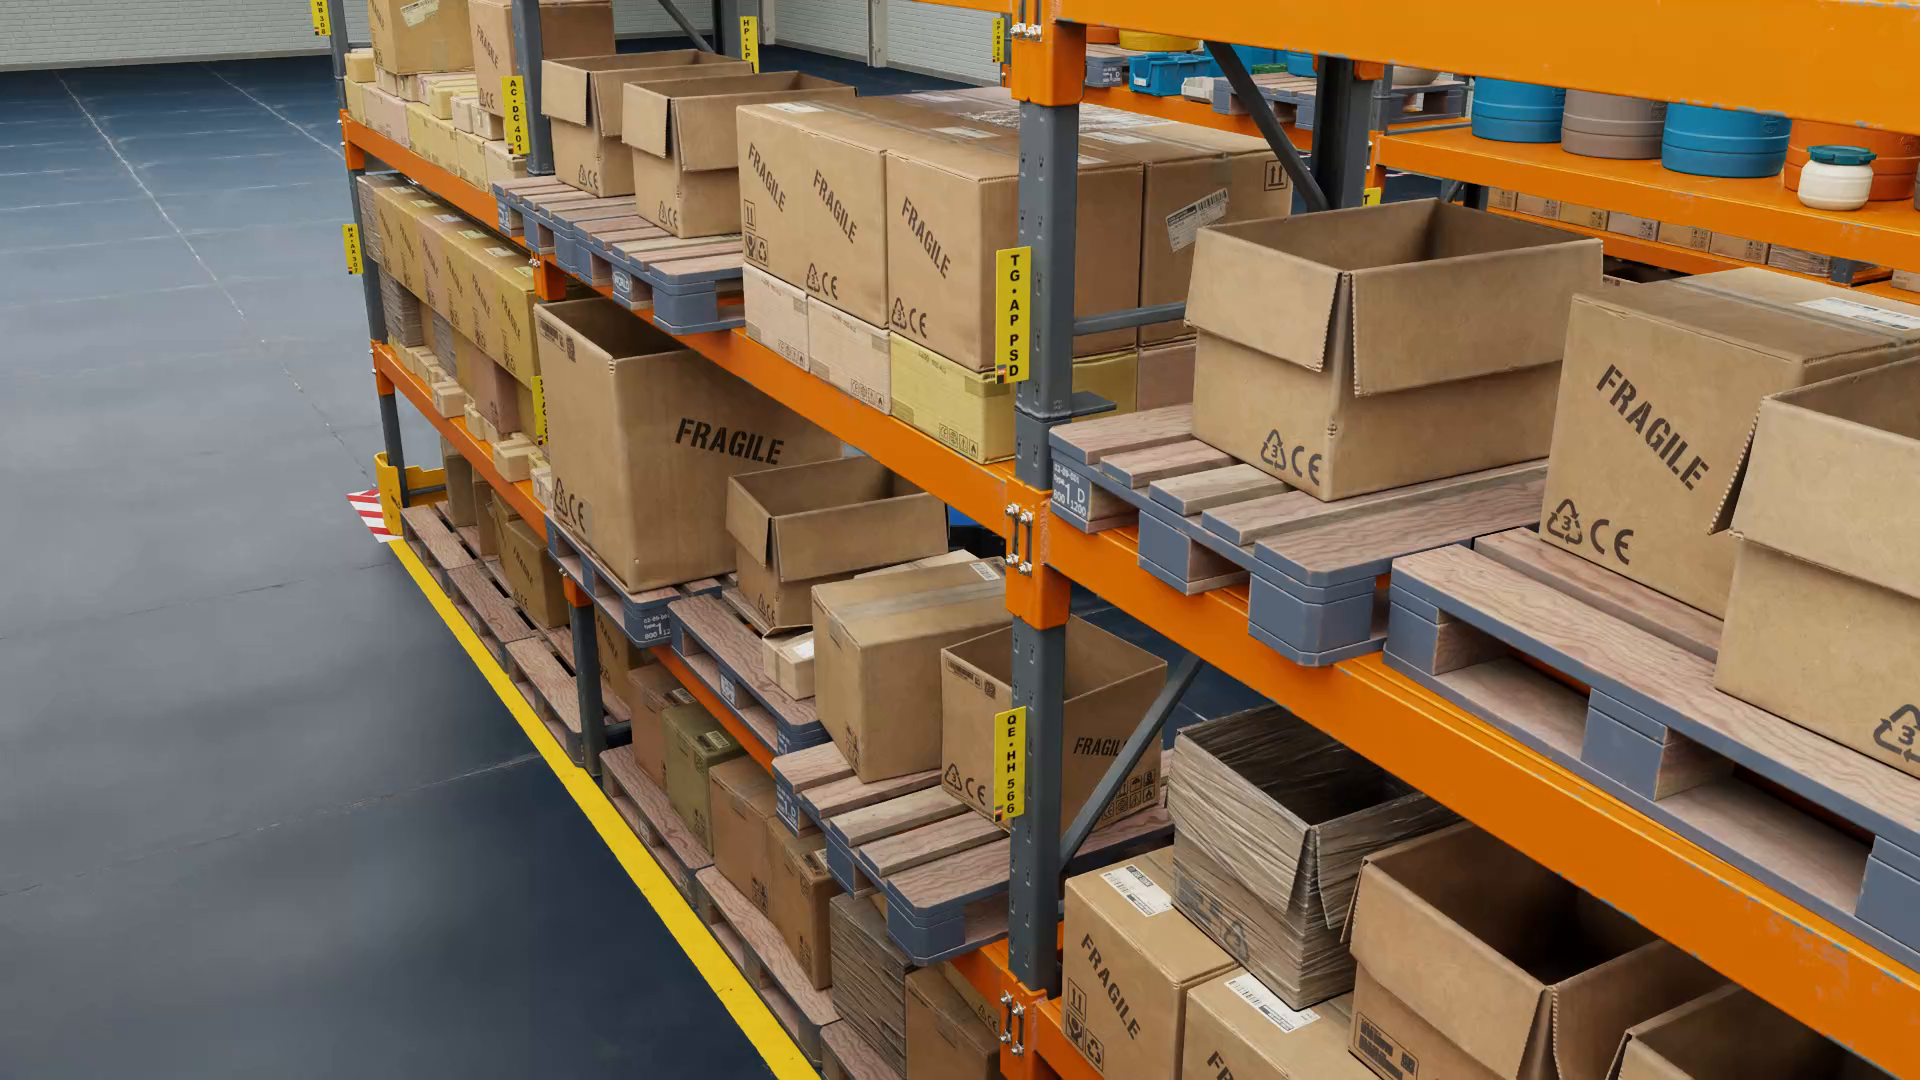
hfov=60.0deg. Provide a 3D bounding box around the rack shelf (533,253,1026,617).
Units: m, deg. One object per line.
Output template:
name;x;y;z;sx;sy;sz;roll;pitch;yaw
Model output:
rack shelf;-0.424;-0.714;6.055;1.077;0.370;4.000;-13;25;-28

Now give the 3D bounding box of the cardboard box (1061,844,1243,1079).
cardboard box;0.612;1.154;4.357;0.500;0.500;0.500;-12;25;-27

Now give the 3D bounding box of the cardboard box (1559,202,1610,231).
cardboard box;5.777;-3.065;14.737;0.700;0.500;0.500;-12;25;-28

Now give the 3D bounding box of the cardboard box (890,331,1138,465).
cardboard box;0.143;-0.437;4.618;0.500;0.250;0.500;-13;25;-28

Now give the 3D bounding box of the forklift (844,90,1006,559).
forklift;-0.624;-1.350;10.740;3.031;2.935;1.130;-1;22;-2

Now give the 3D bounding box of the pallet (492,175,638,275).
pallet;-1.222;-1.387;7.006;1.213;0.211;1.003;-13;25;-28

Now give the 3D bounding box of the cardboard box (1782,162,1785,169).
cardboard box;6.581;-3.162;13.251;0.700;0.500;0.500;-13;25;-28

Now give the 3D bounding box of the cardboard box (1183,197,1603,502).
cardboard box;0.971;-0.458;3.777;0.797;0.503;0.637;-11;25;-25

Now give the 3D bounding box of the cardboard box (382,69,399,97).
cardboard box;-3.065;-2.629;9.481;0.380;0.149;0.250;-13;25;-28

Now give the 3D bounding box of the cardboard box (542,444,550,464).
cardboard box;-1.623;-0.646;8.390;0.875;0.500;0.500;-13;25;-28

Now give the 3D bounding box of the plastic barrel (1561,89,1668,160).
plastic barrel;3.592;-2.545;8.939;0.600;0.901;0.600;0;22;0

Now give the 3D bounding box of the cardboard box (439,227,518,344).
cardboard box;-2.424;-1.368;8.839;0.500;0.500;0.500;-13;25;-28

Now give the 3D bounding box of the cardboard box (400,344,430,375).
cardboard box;-3.323;-1.177;10.556;0.380;0.149;0.250;-13;25;-28

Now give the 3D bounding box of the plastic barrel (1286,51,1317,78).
plastic barrel;2.396;-3.416;10.526;0.600;0.901;0.708;-13;25;-28

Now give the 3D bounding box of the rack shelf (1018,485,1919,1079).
rack shelf;1.619;0.581;2.869;1.077;0.370;4.000;-13;25;-28

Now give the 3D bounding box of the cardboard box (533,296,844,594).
cardboard box;-1.161;-0.493;7.186;1.000;1.000;1.000;-12;25;-28

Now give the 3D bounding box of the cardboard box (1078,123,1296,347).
cardboard box;0.578;-0.879;4.710;0.500;0.500;0.500;-12;25;-28

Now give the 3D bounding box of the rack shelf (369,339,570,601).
rack shelf;-2.468;-0.619;9.806;1.077;0.370;4.000;-13;25;-28

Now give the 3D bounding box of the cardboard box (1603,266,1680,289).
cardboard box;5.876;-2.069;14.517;0.500;0.500;0.500;-13;25;-28

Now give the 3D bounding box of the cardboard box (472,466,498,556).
cardboard box;-2.850;-0.244;10.689;0.500;0.500;0.500;-6;23;-14

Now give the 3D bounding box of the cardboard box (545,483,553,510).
cardboard box;-1.809;-0.201;8.157;0.380;0.149;0.250;-13;25;-28

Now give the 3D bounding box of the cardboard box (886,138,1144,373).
cardboard box;0.138;-0.784;4.475;0.500;0.500;0.500;-12;25;-27

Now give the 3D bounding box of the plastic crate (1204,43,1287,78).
plastic crate;2.002;-3.375;11.669;0.392;0.384;0.575;-13;25;-28

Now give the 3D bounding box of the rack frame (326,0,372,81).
rack frame;-3.489;-4.379;10.133;1.000;3.000;0.127;-13;25;-28

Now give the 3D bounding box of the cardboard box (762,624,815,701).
cardboard box;-0.487;0.370;6.038;0.396;0.266;0.258;-13;26;-30

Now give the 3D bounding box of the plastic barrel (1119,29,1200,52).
plastic barrel;1.460;-3.879;12.080;0.600;0.588;0.600;0;22;0

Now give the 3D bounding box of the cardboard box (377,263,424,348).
cardboard box;-3.232;-1.600;10.737;0.875;0.500;0.500;-13;25;-28

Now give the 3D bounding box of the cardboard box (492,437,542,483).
cardboard box;-2.228;-0.436;8.734;0.380;0.149;0.250;-13;25;-28

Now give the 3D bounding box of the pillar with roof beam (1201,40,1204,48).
pillar with roof beam;0.556;-10.233;24.537;9.100;9.000;0.400;-13;25;-28

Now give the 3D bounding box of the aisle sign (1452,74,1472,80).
aisle sign;4.732;-4.670;15.366;0.394;0.787;0.004;-13;25;-28

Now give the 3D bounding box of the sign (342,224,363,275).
sign;-3.956;-1.896;10.843;0.100;0.325;0.005;-13;25;-28

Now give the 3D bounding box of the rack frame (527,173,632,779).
rack frame;-1.446;-0.305;8.077;1.000;3.000;0.127;-13;25;-28

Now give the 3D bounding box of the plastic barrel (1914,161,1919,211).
plastic barrel;4.622;-1.892;7.333;0.600;0.901;0.600;0;22;0

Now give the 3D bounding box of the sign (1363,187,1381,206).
sign;1.078;-0.780;4.471;0.100;0.325;0.005;-13;25;-28

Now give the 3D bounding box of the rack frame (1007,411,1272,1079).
rack frame;0.597;0.990;4.892;1.000;3.000;0.127;-13;25;-28

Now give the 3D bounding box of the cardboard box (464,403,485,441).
cardboard box;-2.562;-0.690;9.358;0.380;0.149;0.250;-13;25;-28

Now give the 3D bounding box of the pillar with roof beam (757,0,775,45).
pillar with roof beam;-8.639;-16.060;38.872;9.100;9.000;0.400;-13;25;-28

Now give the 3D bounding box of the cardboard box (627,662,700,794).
cardboard box;-1.151;0.852;7.966;0.700;0.500;0.500;-15;26;-32

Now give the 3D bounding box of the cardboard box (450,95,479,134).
cardboard box;-2.284;-2.112;8.210;0.380;0.149;0.250;-13;26;-30

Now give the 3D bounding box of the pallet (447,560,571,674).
pallet;-2.447;0.381;10.093;1.003;0.211;1.213;-13;25;-28

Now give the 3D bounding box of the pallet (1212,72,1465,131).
pallet;2.359;-2.774;10.420;1.213;0.211;1.003;-13;25;-28

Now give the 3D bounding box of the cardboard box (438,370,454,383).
cardboard box;-2.905;-0.942;9.978;0.380;0.149;0.250;-13;25;-28

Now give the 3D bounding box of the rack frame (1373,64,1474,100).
rack frame;2.812;-4.036;9.291;1.000;3.000;0.127;-13;25;-28

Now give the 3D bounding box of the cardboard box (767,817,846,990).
cardboard box;-0.352;1.372;6.688;0.700;0.500;0.500;-10;24;-24

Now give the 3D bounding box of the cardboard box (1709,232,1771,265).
cardboard box;6.565;-2.567;13.511;0.700;0.500;0.500;-13;25;-29

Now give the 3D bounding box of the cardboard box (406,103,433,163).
cardboard box;-2.677;-2.219;9.004;0.500;0.250;0.500;-12;25;-27

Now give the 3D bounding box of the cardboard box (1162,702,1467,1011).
cardboard box;0.957;0.719;4.094;0.797;0.503;0.637;-12;25;-26

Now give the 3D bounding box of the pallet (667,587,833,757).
pallet;-0.449;0.446;6.485;1.003;0.211;1.213;-13;25;-28

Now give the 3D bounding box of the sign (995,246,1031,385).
sign;0.130;-0.535;3.974;0.100;0.325;0.005;-13;25;-28

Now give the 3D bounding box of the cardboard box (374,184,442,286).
cardboard box;-3.193;-1.853;10.031;0.500;0.500;0.500;-13;25;-28

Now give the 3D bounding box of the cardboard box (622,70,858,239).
cardboard box;-0.809;-1.461;6.243;0.797;0.503;0.637;-11;25;-26

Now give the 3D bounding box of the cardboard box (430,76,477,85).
cardboard box;-2.600;-2.389;8.891;0.380;0.149;0.250;-14;26;-30

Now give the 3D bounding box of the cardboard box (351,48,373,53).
cardboard box;-3.547;-2.971;10.323;0.380;0.149;0.250;-13;25;-29

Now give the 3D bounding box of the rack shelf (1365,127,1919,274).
rack shelf;3.834;-1.666;8.399;1.077;0.370;4.000;-13;25;-28

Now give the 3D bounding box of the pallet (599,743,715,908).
pallet;-1.047;1.239;7.983;1.003;0.211;1.213;-13;25;-28

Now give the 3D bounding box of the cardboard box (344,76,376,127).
cardboard box;-3.466;-2.714;10.220;0.500;0.250;0.500;-12;25;-27

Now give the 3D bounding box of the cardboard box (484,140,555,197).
cardboard box;-1.903;-1.722;7.780;0.500;0.250;0.500;-12;25;-26

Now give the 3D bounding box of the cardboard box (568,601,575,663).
cardboard box;-1.915;0.338;9.259;0.500;0.500;0.500;-5;23;-11

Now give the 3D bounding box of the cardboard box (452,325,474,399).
cardboard box;-2.410;-1.127;9.573;0.875;0.500;0.500;-13;25;-28
